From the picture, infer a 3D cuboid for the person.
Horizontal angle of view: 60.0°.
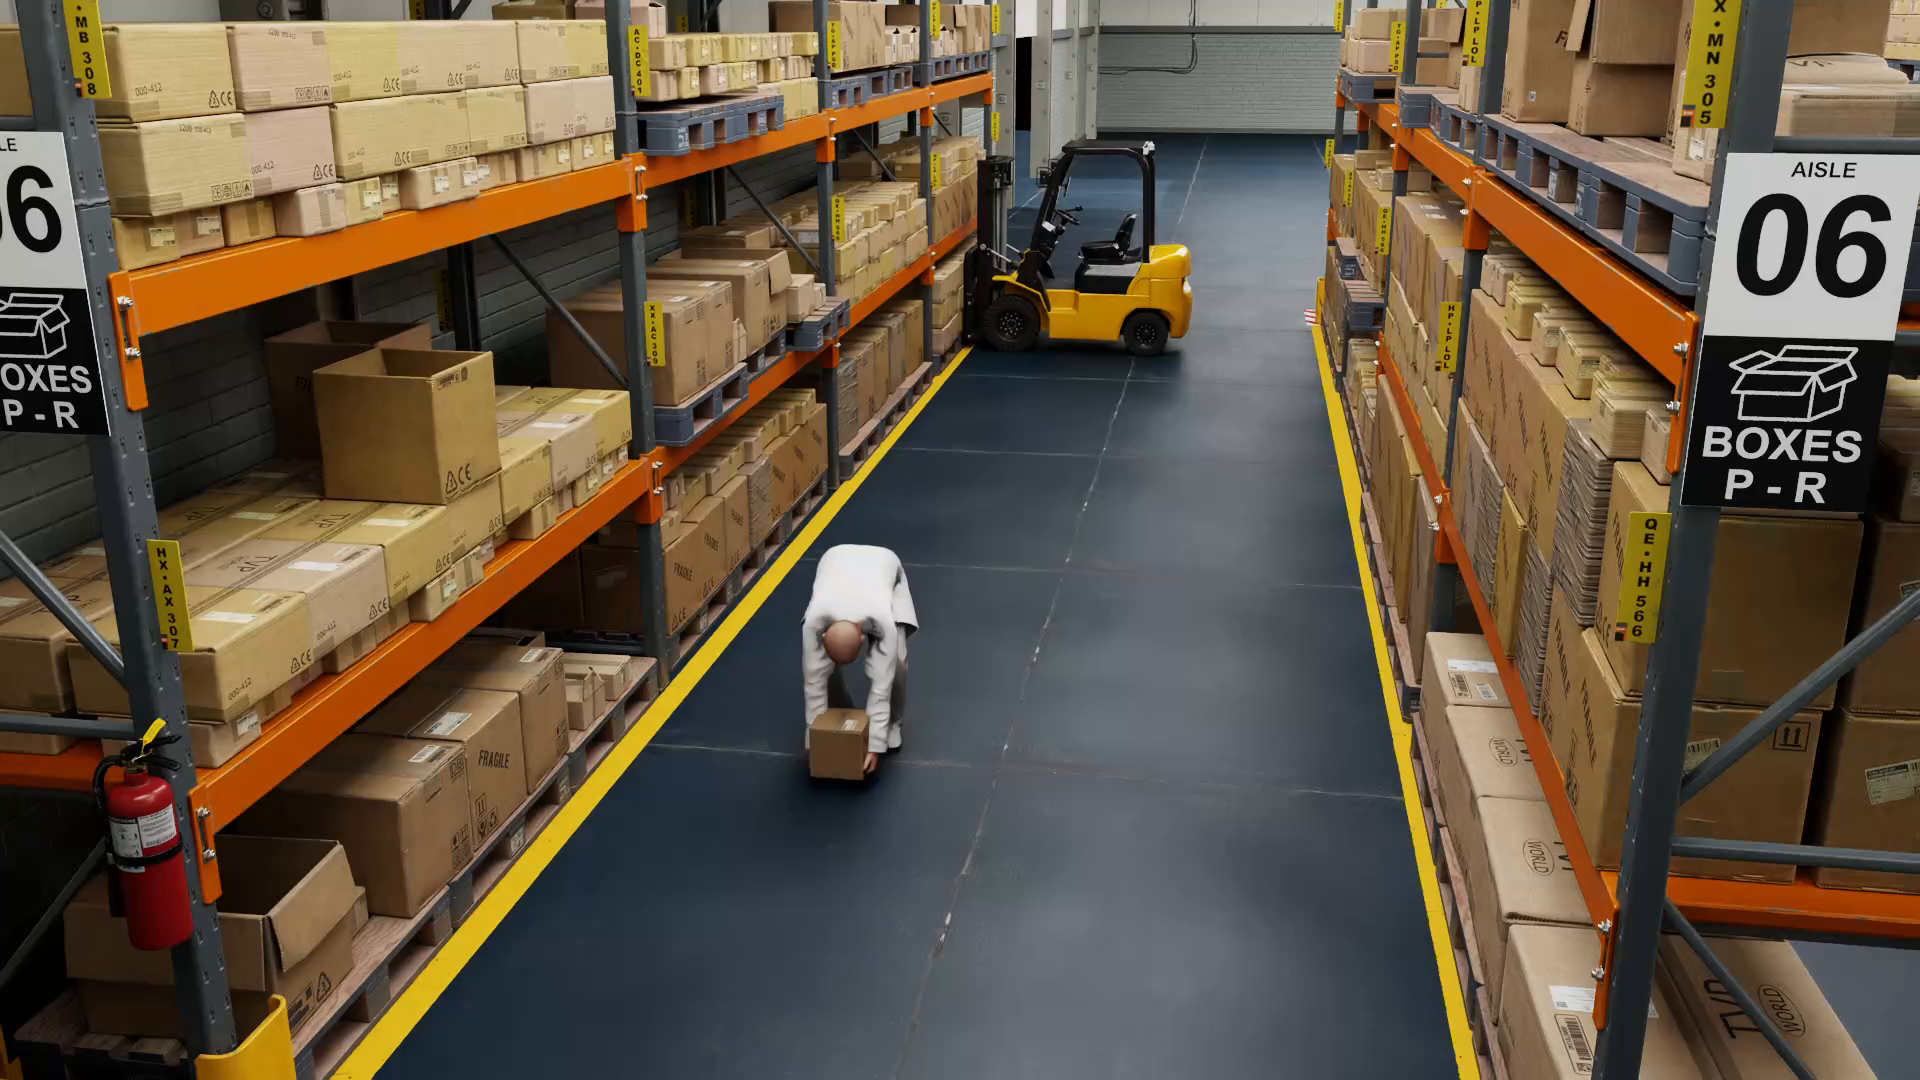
[{"bbox_3d":[-0.512,0.564,8.063,0.591,1.010,0.942,2,18,6],"label":"person"}]
